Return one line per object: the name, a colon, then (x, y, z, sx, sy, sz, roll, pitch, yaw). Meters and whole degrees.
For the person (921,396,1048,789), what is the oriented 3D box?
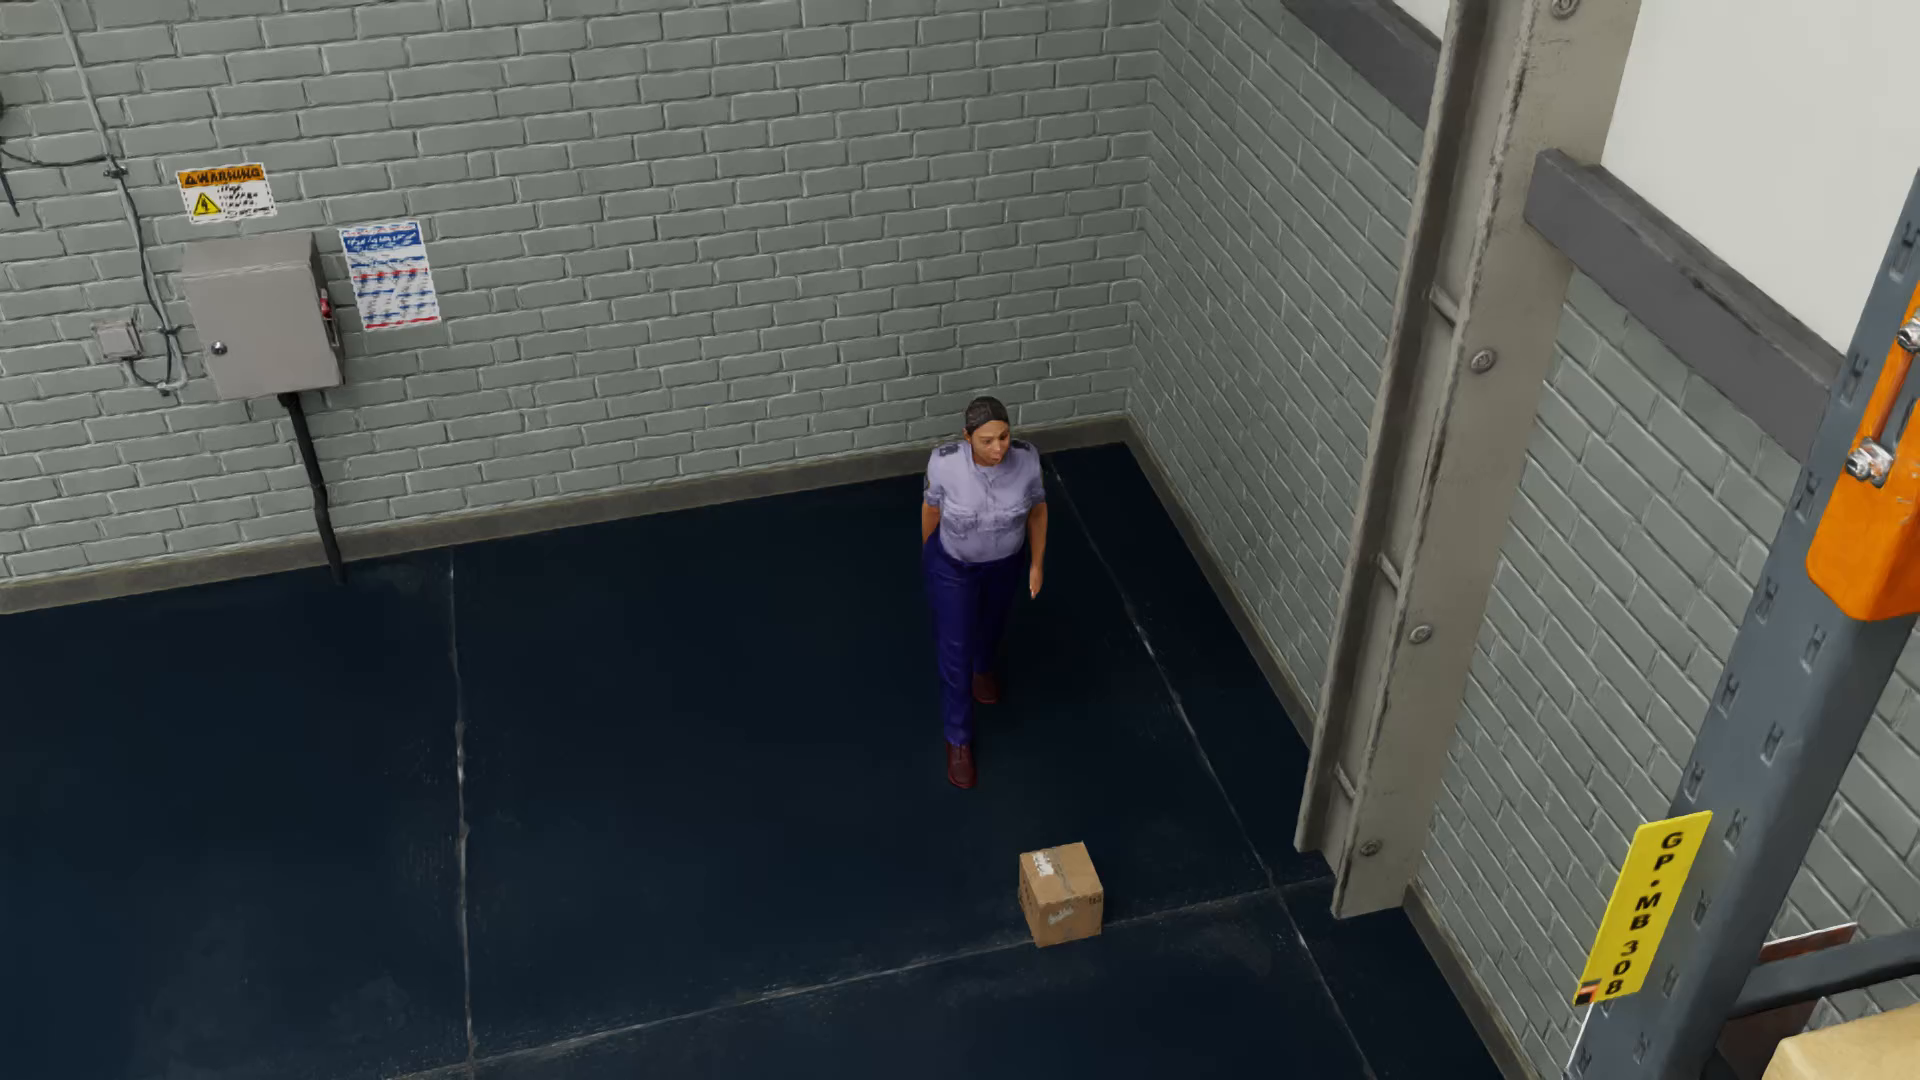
person: (0.109, 0.129, 6.551, 0.506, 1.626, 0.750, -11, 40, -13)
